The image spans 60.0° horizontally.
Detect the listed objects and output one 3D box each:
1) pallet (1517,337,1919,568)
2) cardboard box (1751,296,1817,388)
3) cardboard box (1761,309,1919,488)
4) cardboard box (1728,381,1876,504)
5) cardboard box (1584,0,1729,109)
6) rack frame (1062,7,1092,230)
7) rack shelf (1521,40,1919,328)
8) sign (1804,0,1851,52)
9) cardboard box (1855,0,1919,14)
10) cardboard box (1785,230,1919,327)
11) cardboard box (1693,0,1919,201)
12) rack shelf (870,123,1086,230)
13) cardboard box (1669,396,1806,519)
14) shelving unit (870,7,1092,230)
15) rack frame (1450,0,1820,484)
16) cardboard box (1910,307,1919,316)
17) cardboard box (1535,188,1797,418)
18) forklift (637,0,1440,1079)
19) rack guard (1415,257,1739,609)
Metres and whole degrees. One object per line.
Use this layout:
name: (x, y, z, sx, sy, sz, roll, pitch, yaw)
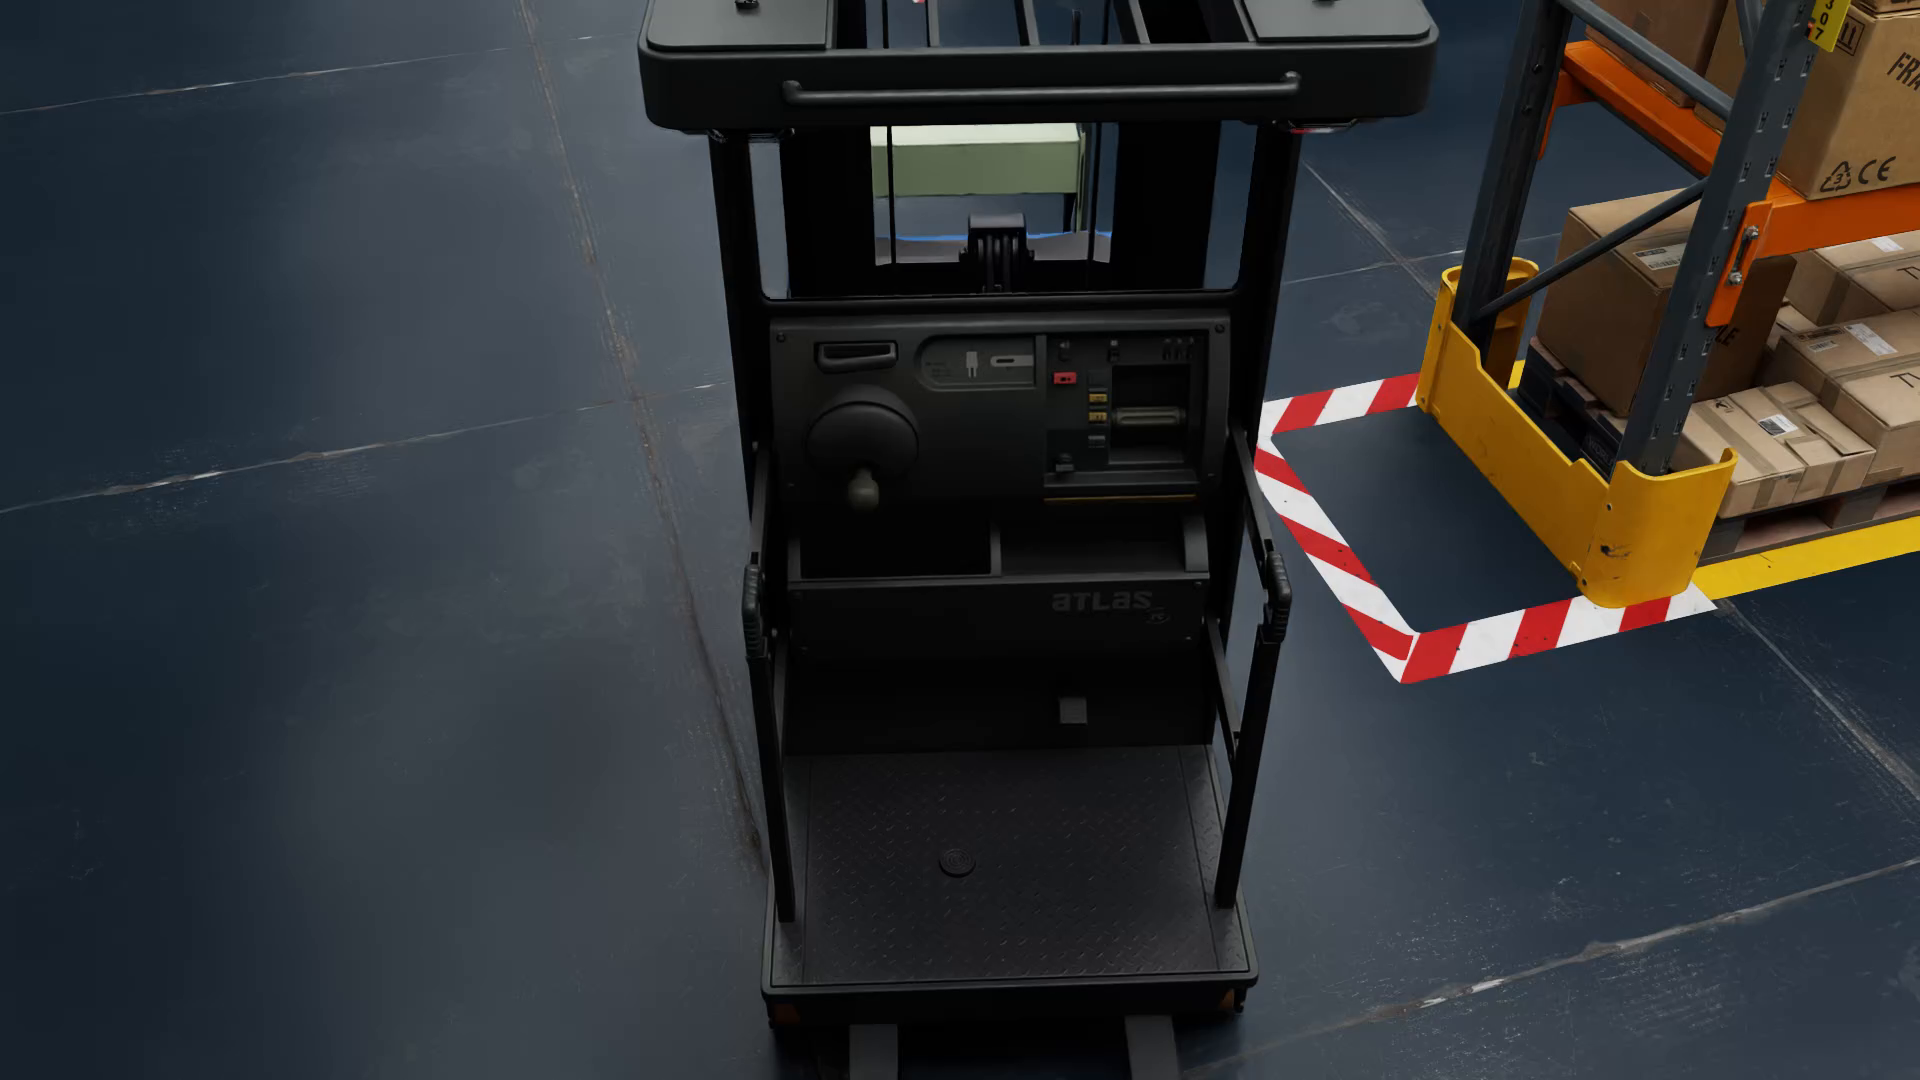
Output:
pallet: (2.672, -0.420, 5.570, 1.213, 0.211, 1.003, -12, 42, -13)
cardboard box: (2.698, -0.681, 5.569, 0.250, 0.166, 0.380, -12, 42, -13)
cardboard box: (2.920, -0.455, 5.247, 0.500, 0.250, 0.500, -12, 42, -13)
cardboard box: (2.581, -0.312, 5.146, 0.250, 0.166, 0.380, -12, 42, -13)
cardboard box: (2.185, -1.594, 4.718, 0.500, 0.500, 0.500, -10, 42, -12)
rack frame: (0.336, -0.806, 5.032, 0.023, 1.500, 0.400, -2, 41, -2)
rack shelf: (3.747, -1.421, 5.143, 4.000, 0.370, 1.077, -12, 42, -13)
sign: (2.003, -1.282, 3.780, 0.005, 0.325, 0.100, -12, 42, -13)
cardboard box: (2.342, -1.633, 4.004, 0.500, 0.500, 0.500, -10, 42, -12)
cardboard box: (3.199, -0.858, 5.708, 0.500, 0.250, 0.500, -12, 42, -13)
cardboard box: (2.342, -1.257, 4.332, 0.500, 0.500, 0.500, -11, 42, -12)
rack shelf: (-0.029, -1.088, 4.762, 0.720, 0.370, 0.431, -2, 41, -2)
cardboard box: (2.342, -0.256, 5.095, 0.250, 0.149, 0.380, -12, 42, -13)
shelving unit: (-0.029, -0.794, 5.019, 0.755, 1.500, 0.431, -2, 41, -2)
rack frame: (1.840, -1.297, 4.454, 0.127, 3.000, 1.000, -12, 42, -13)
cardboard box: (3.397, -0.554, 5.360, 0.500, 0.250, 0.500, -12, 42, -13)
cardboard box: (2.284, -0.783, 5.432, 0.500, 0.500, 0.500, -12, 42, -13)
forklift: (0.094, -0.181, 3.229, 1.130, 2.935, 3.031, -1, 41, -2)
rack guard: (1.912, -0.370, 5.294, 0.348, 0.500, 1.175, -12, 42, -13)
